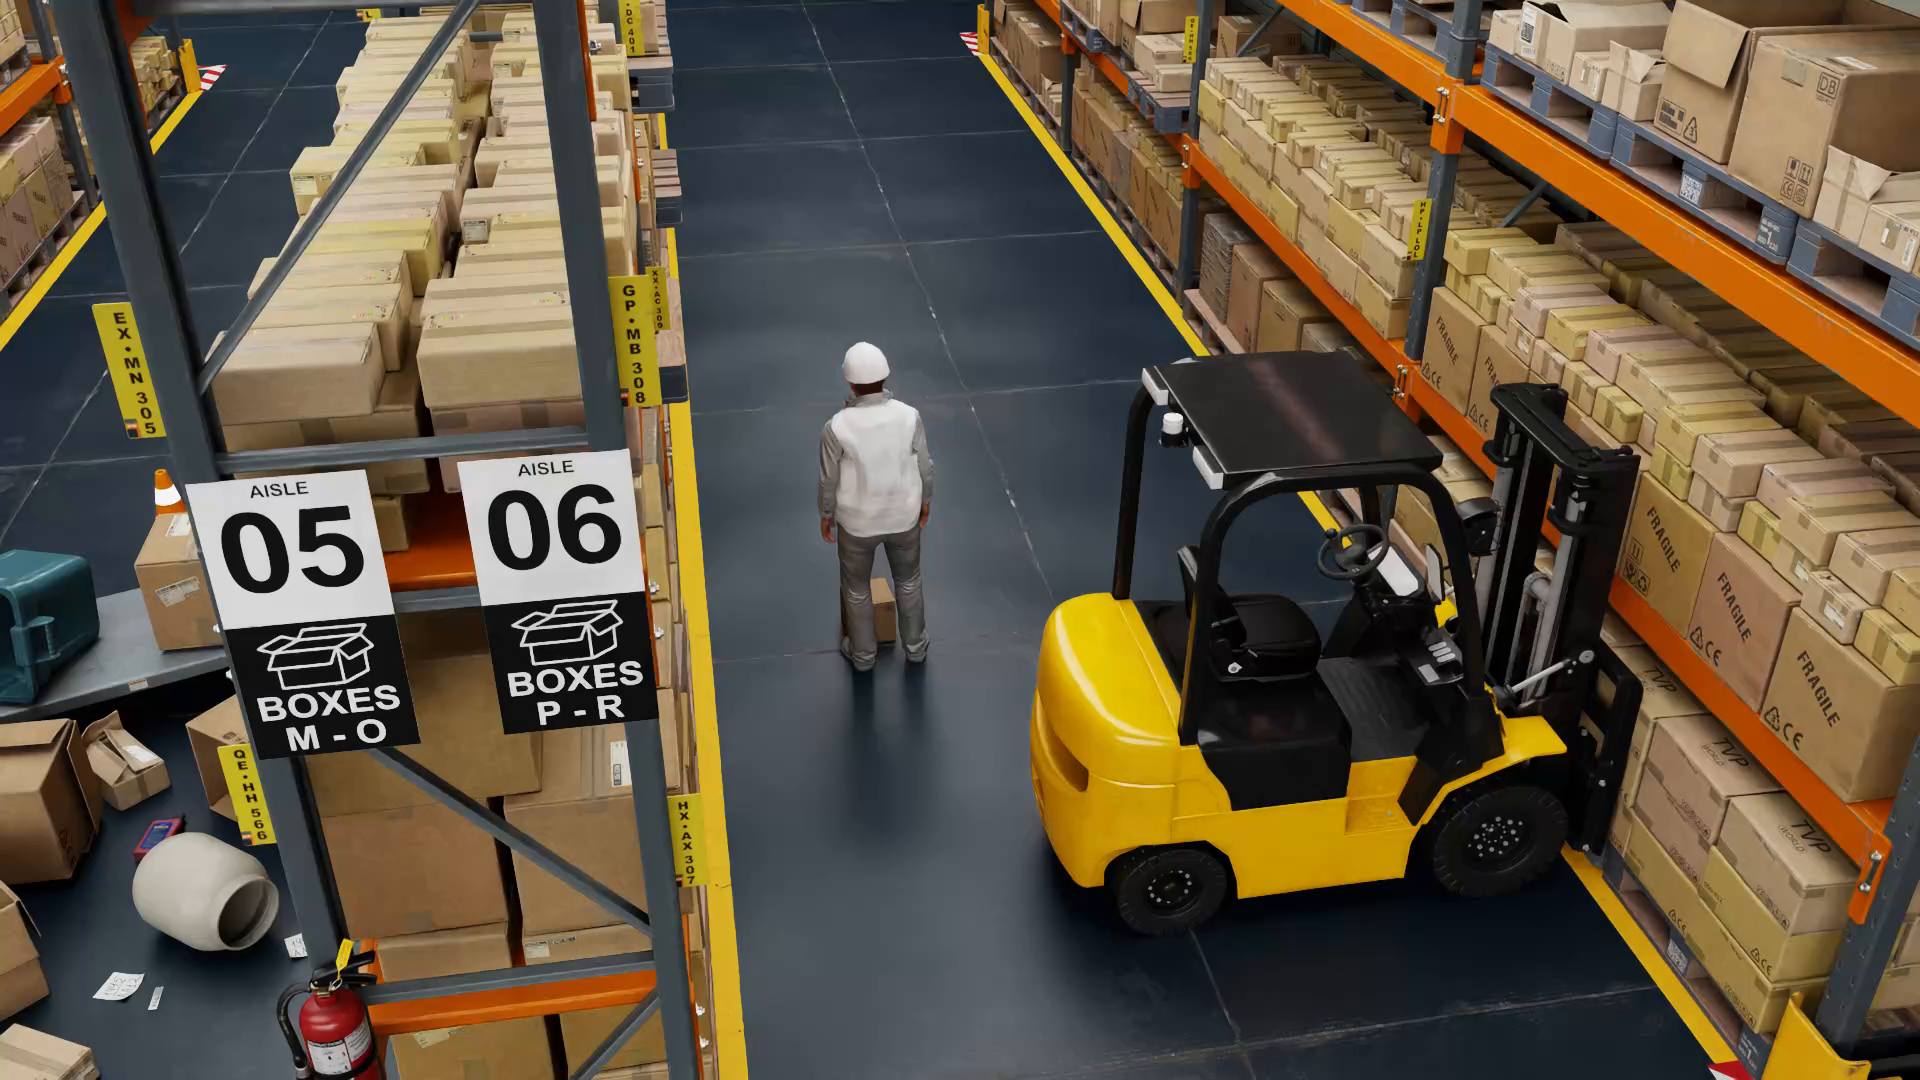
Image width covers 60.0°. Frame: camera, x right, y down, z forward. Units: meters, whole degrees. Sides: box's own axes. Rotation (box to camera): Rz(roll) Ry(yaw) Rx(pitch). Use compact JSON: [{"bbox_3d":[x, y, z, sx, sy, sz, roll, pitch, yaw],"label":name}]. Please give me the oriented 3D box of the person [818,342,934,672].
[{"bbox_3d":[-0.422,-0.145,8.357,0.588,1.771,0.465,-8,31,-13],"label":"person"}]
